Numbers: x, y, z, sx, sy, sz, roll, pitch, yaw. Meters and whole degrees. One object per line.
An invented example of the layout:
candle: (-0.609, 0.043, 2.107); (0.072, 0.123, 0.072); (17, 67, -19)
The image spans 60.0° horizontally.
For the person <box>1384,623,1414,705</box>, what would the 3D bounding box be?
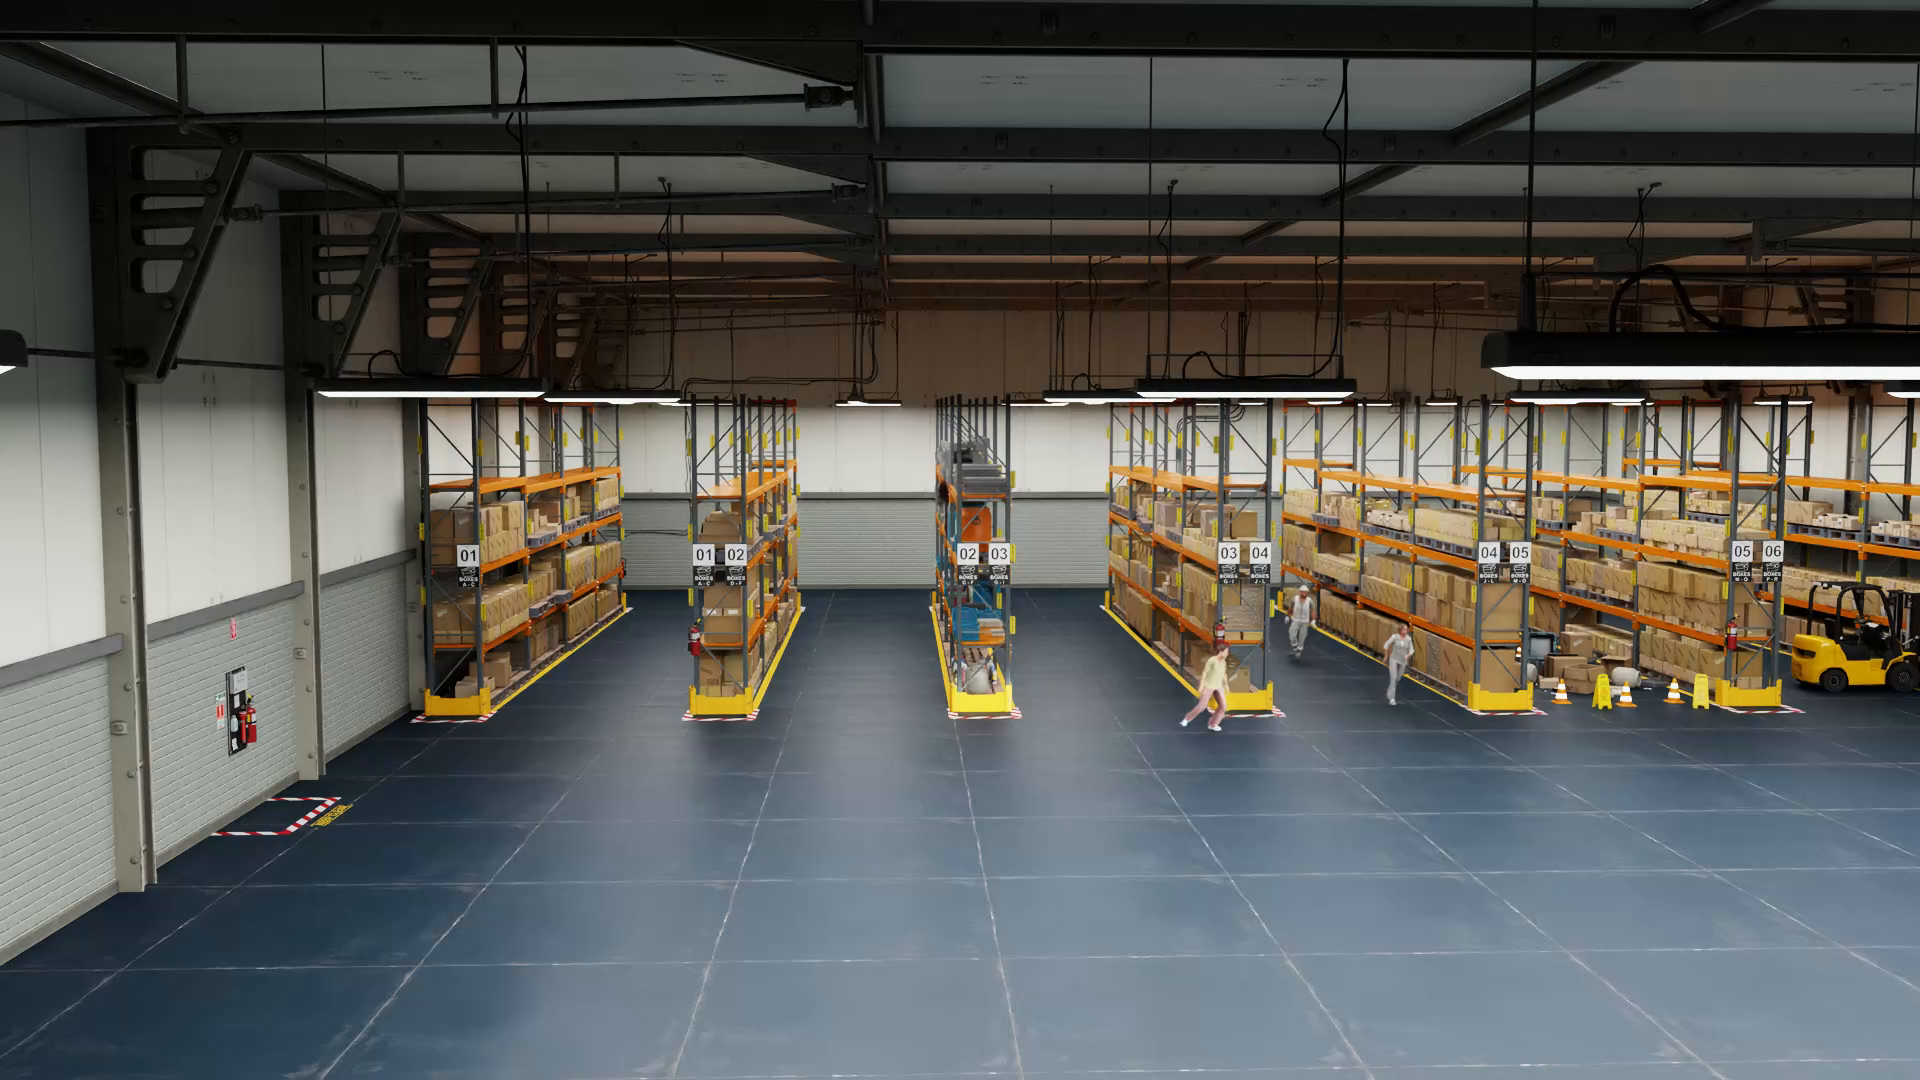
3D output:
person: (8.505, 2.373, 32.234); (0.583, 1.541, 0.928); (0, 4, 0)

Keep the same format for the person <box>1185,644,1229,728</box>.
person: (4.447, 2.583, 29.645); (0.677, 1.526, 0.675); (-3, 5, -31)

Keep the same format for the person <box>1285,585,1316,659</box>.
person: (7.741, 1.872, 37.822); (0.689, 1.731, 0.630); (1, 5, 9)
